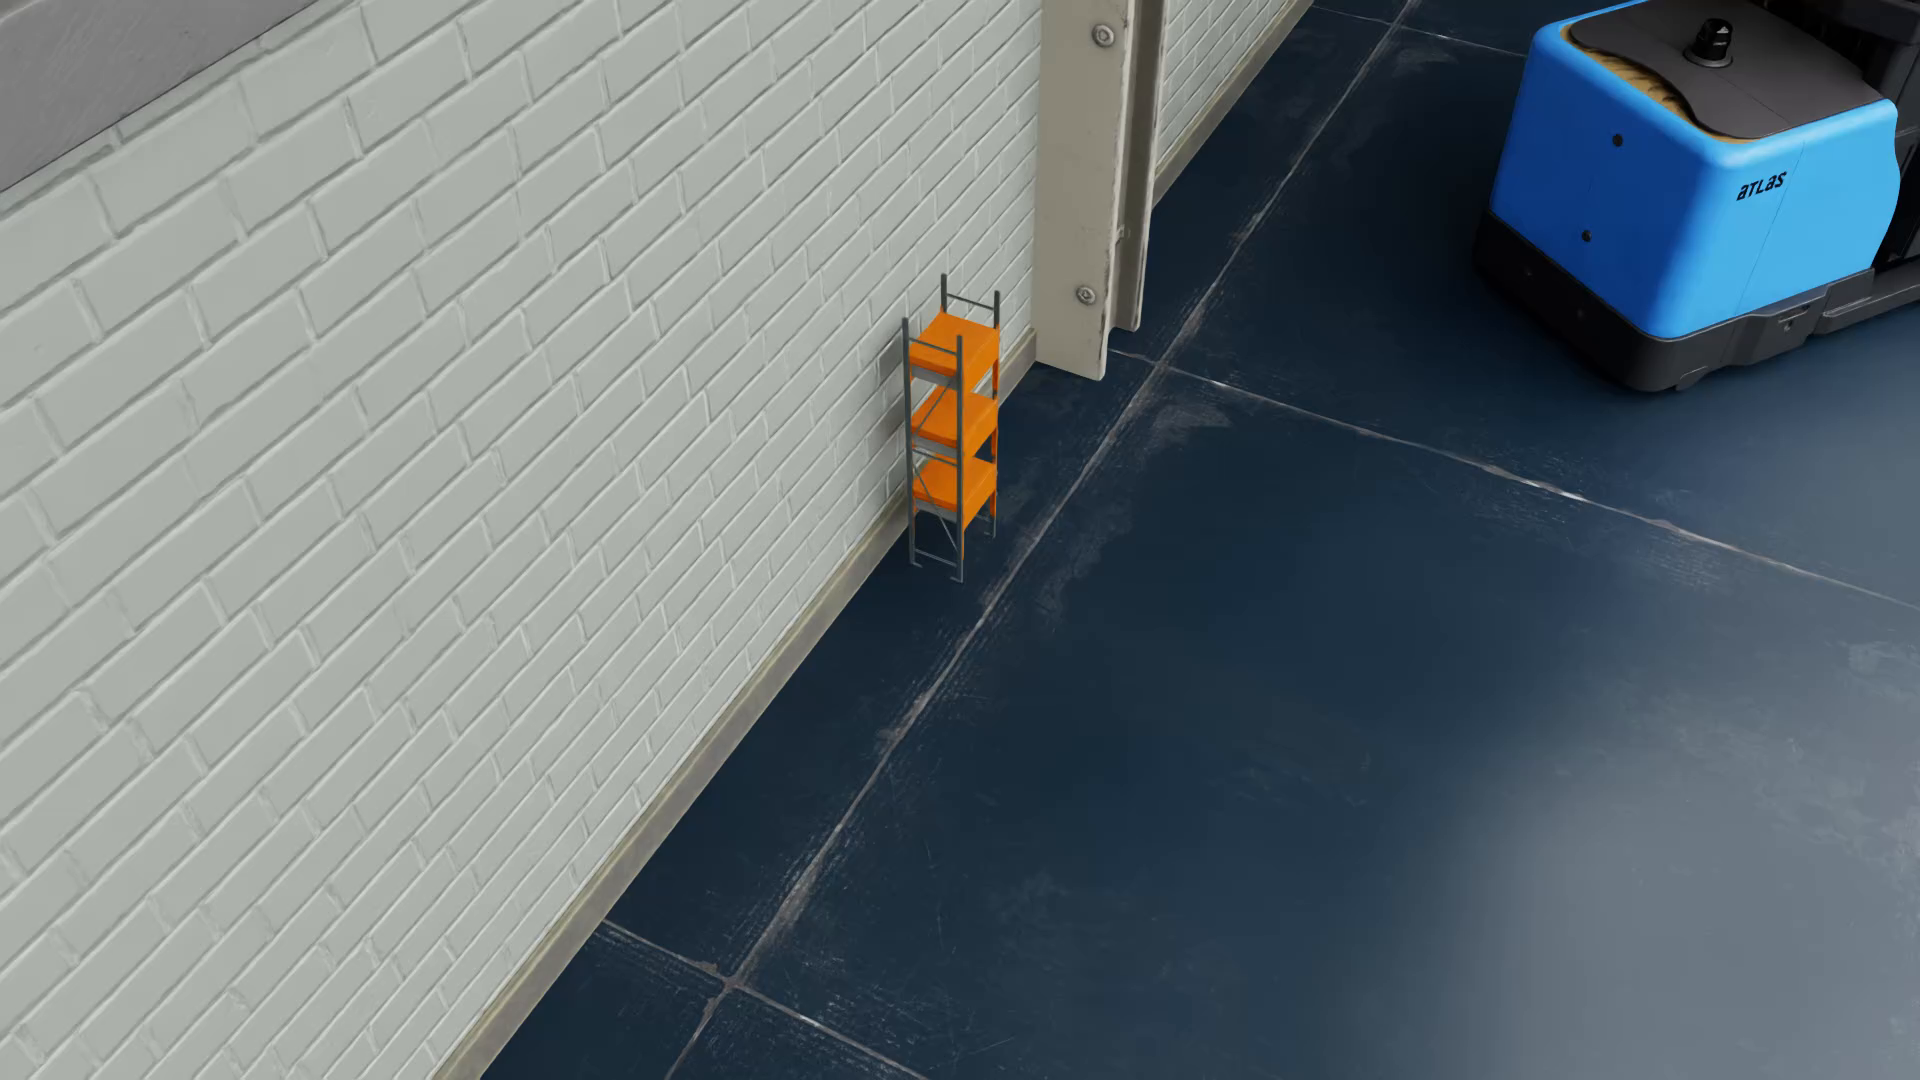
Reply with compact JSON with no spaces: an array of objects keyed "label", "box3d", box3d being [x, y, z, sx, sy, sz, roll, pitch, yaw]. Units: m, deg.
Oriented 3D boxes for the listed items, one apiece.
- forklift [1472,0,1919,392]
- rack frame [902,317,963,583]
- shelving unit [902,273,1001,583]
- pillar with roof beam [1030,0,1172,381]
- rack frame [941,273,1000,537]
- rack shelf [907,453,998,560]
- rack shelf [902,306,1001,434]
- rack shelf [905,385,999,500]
[{"label":"forklift","box3d":[3.646,-2.318,5.981,3.031,2.935,1.130,-19,48,-18]},{"label":"rack frame","box3d":[-0.081,-0.258,5.267,0.200,1.050,0.008,20,49,19]},{"label":"shelving unit","box3d":[-0.025,-0.335,5.343,0.215,1.050,0.252,20,49,19]},{"label":"pillar with roof beam","box3d":[4.301,-2.523,1.917,9.100,9.000,0.400,20,49,19]},{"label":"rack frame","box3d":[0.032,-0.412,5.419,0.200,1.050,0.008,20,49,19]},{"label":"rack shelf","box3d":[-0.025,-0.133,5.548,0.215,0.259,0.240,20,49,19]},{"label":"rack shelf","box3d":[-0.025,-0.527,5.149,0.215,0.259,0.240,20,49,19]},{"label":"rack shelf","box3d":[-0.025,-0.328,5.351,0.215,0.259,0.240,20,49,19]}]
